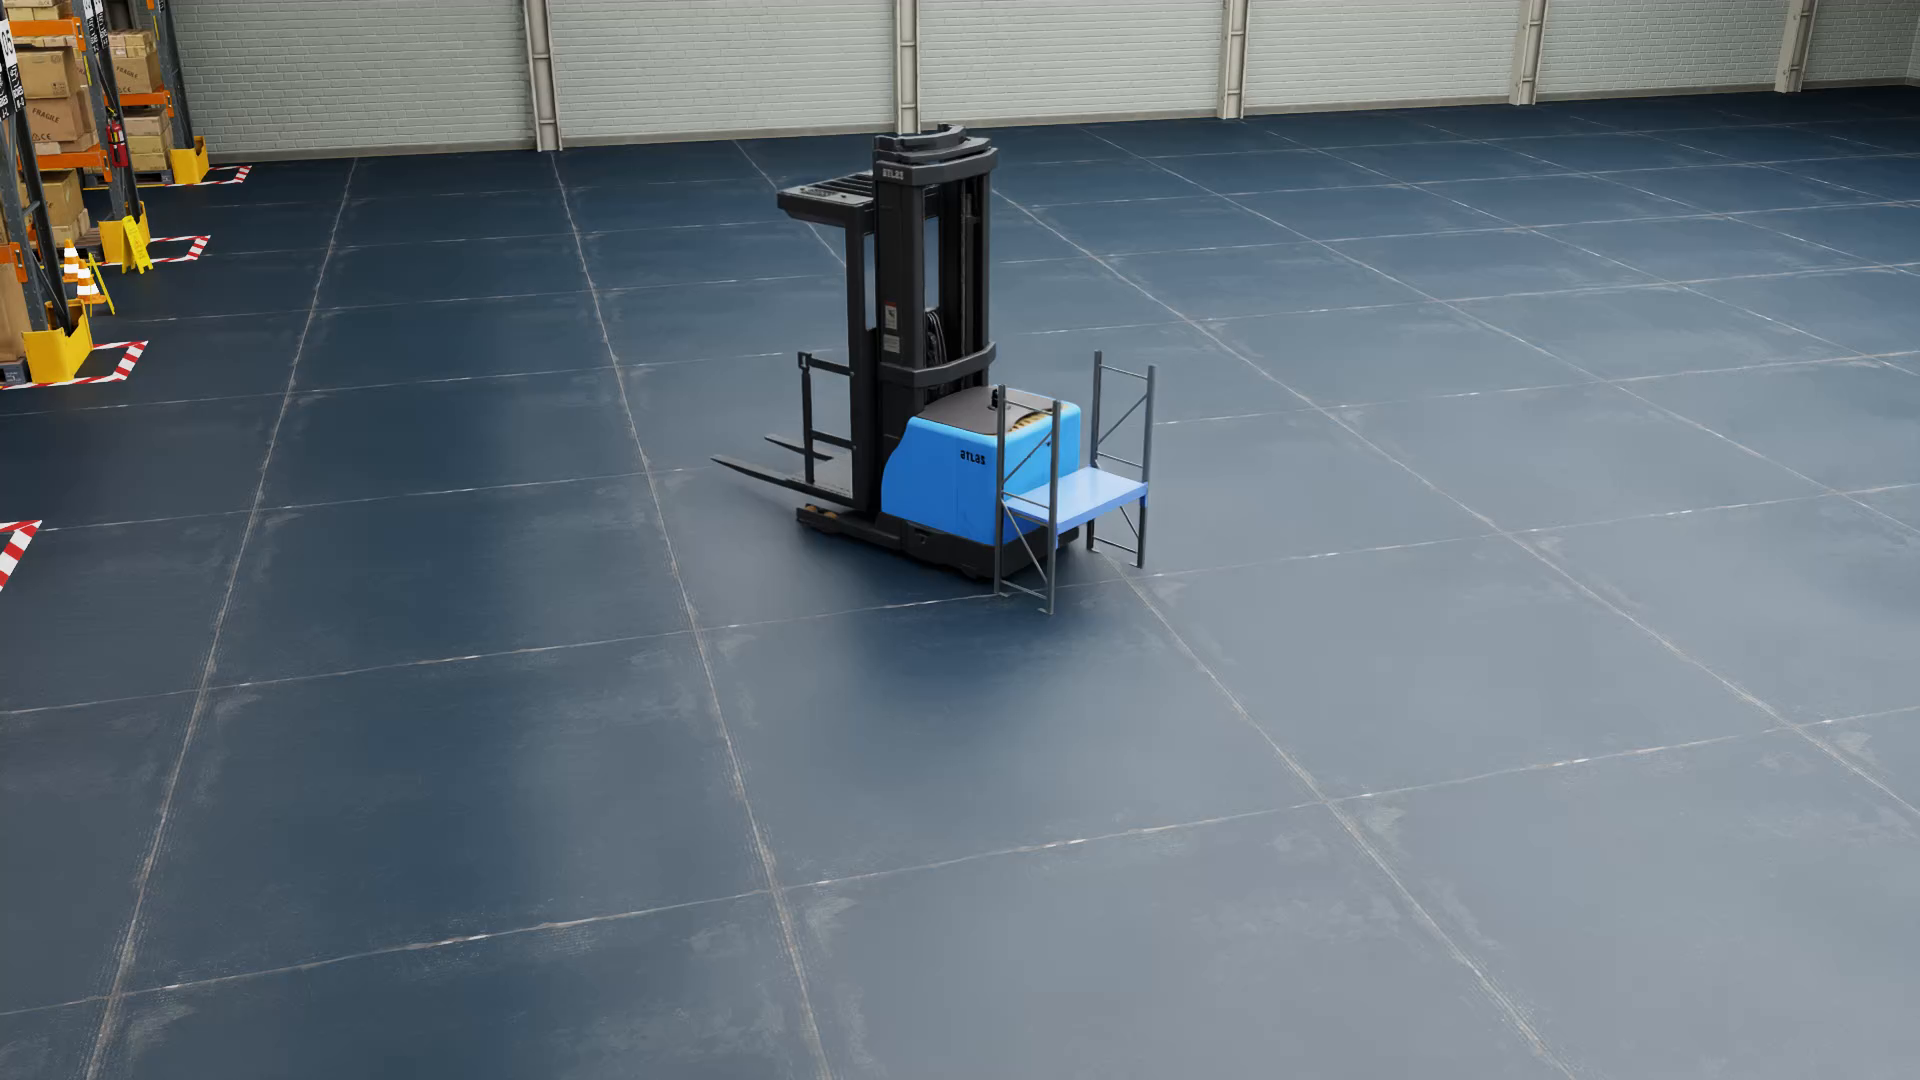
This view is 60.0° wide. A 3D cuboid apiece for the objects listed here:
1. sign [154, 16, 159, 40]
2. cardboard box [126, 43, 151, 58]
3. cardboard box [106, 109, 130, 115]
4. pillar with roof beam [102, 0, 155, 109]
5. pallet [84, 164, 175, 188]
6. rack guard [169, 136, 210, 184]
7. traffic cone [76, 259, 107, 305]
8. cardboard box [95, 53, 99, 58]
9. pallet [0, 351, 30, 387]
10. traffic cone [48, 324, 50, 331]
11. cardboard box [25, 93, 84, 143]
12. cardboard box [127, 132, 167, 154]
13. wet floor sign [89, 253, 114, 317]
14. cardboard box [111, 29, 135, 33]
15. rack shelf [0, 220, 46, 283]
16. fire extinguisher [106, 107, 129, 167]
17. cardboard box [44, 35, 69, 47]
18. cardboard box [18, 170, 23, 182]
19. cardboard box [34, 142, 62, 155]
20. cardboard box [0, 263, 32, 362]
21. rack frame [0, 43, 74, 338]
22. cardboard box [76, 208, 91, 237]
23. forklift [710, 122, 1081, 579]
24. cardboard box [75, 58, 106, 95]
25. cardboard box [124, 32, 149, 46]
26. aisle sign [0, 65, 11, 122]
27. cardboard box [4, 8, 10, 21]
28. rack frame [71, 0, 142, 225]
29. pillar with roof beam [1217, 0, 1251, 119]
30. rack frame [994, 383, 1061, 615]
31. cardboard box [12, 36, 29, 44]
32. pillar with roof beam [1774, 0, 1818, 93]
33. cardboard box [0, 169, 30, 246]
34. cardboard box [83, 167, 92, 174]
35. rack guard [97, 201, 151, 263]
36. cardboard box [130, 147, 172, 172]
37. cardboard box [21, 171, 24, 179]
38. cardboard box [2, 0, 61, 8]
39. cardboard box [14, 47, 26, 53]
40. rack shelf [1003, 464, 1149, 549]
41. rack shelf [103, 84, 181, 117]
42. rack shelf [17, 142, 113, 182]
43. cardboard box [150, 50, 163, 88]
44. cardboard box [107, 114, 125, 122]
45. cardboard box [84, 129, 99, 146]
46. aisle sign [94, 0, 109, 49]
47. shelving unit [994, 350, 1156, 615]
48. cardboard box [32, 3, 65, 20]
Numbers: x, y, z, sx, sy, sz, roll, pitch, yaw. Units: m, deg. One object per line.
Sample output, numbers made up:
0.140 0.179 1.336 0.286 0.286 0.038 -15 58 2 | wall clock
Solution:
-11.410 -7.267 23.613 0.005 0.325 0.100 -6 24 -14 | sign
-11.801 -7.034 23.889 0.250 0.149 0.380 -6 24 -14 | cardboard box
-12.537 -6.188 24.554 0.500 0.250 0.500 -6 24 -14 | cardboard box
-11.294 -8.224 20.004 0.400 9.000 9.100 -6 24 -14 | pillar with roof beam
-12.268 -5.454 24.694 1.213 0.211 1.003 -6 24 -14 | pallet
-11.520 -5.687 24.870 0.348 0.500 1.175 -6 24 -14 | rack guard
-9.637 -2.863 18.334 0.334 0.463 0.336 -6 24 -14 | traffic cone
-12.306 -6.991 23.790 0.250 0.149 0.380 -6 24 -13 | cardboard box
-9.513 -1.684 15.907 1.213 0.211 1.003 -6 24 -14 | pallet
-9.659 -2.397 17.250 0.334 0.463 0.336 -6 24 -14 | traffic cone
-10.647 -4.969 19.523 0.500 0.500 0.500 -7 24 -15 | cardboard box
-11.928 -5.822 24.334 0.500 0.250 0.500 -7 24 -15 | cardboard box
-9.271 -2.753 17.849 0.232 0.644 0.267 -11 25 -23 | wet floor sign
-12.197 -7.355 24.260 0.250 0.149 0.380 -5 24 -13 | cardboard box
-10.690 -2.537 15.271 4.000 0.370 1.077 -6 24 -14 | rack shelf
-9.964 -4.751 19.616 0.183 0.674 0.296 -6 24 -14 | fire extinguisher
-12.786 -7.051 23.553 0.250 0.149 0.380 -6 24 -13 | cardboard box
-11.235 -4.272 19.584 0.250 0.149 0.380 -6 24 -13 | cardboard box
-10.715 -4.643 19.586 0.250 0.149 0.380 -7 24 -15 | cardboard box
-9.400 -2.200 15.735 0.875 0.875 0.875 -6 24 -14 | cardboard box
-8.764 -3.081 15.625 0.127 3.000 1.000 -6 24 -14 | rack frame
-11.050 -3.898 20.484 0.500 0.250 0.500 -7 24 -15 | cardboard box
-0.598 -1.533 12.105 3.031 2.935 1.130 17 29 35 | forklift
-12.448 -6.675 23.876 0.500 0.500 0.500 -6 24 -13 | cardboard box
-11.831 -7.196 23.889 0.250 0.149 0.380 -6 24 -14 | cardboard box
-8.615 -4.169 14.865 0.004 0.787 0.394 -6 24 -14 | aisle sign
-10.963 -6.014 18.975 0.250 0.149 0.380 -6 24 -13 | cardboard box
-10.199 -4.949 19.980 0.127 3.000 1.000 -6 24 -14 | rack frame
6.037 -10.141 24.472 0.400 9.000 9.100 -6 24 -14 | pillar with roof beam
0.436 -0.258 10.941 0.500 1.500 0.032 20 31 38 | rack frame
-13.307 -7.030 23.503 0.250 0.149 0.380 -6 24 -14 | cardboard box
17.591 -11.419 27.451 0.400 9.000 9.100 -6 24 -14 | pillar with roof beam
-9.110 -3.093 15.464 0.550 0.550 0.875 -6 24 -14 | cardboard box
-12.876 -5.493 24.203 0.500 0.250 0.500 -6 24 -14 | cardboard box
-10.272 -3.792 20.454 0.348 0.500 1.175 -6 24 -14 | rack guard
-11.910 -5.593 24.434 0.500 0.250 0.500 -6 24 -14 | cardboard box
-11.575 -4.182 20.196 0.500 0.500 0.500 -7 24 -16 | cardboard box
-10.619 -6.239 18.994 0.500 0.250 0.500 -7 24 -15 | cardboard box
-11.121 -5.403 19.266 0.500 0.500 0.700 -6 24 -14 | cardboard box
0.775 -0.242 11.359 0.538 0.185 1.000 20 31 38 | rack shelf
-13.469 -6.290 24.016 4.000 0.370 1.077 -6 24 -14 | rack shelf
-12.125 -4.405 19.625 4.000 0.370 1.077 -6 24 -14 | rack shelf
-12.095 -6.932 24.474 0.500 0.500 0.500 -6 24 -13 | cardboard box
-12.392 -5.998 24.111 0.500 0.250 0.500 -6 24 -13 | cardboard box
-10.582 -4.876 20.128 0.250 0.149 0.380 -6 24 -14 | cardboard box
-10.223 -6.268 19.757 0.004 0.787 0.394 -6 24 -14 | aisle sign
0.777 -0.406 11.287 0.538 1.500 1.048 20 31 38 | shelving unit
-10.467 -6.068 19.102 0.250 0.149 0.380 -6 24 -14 | cardboard box
